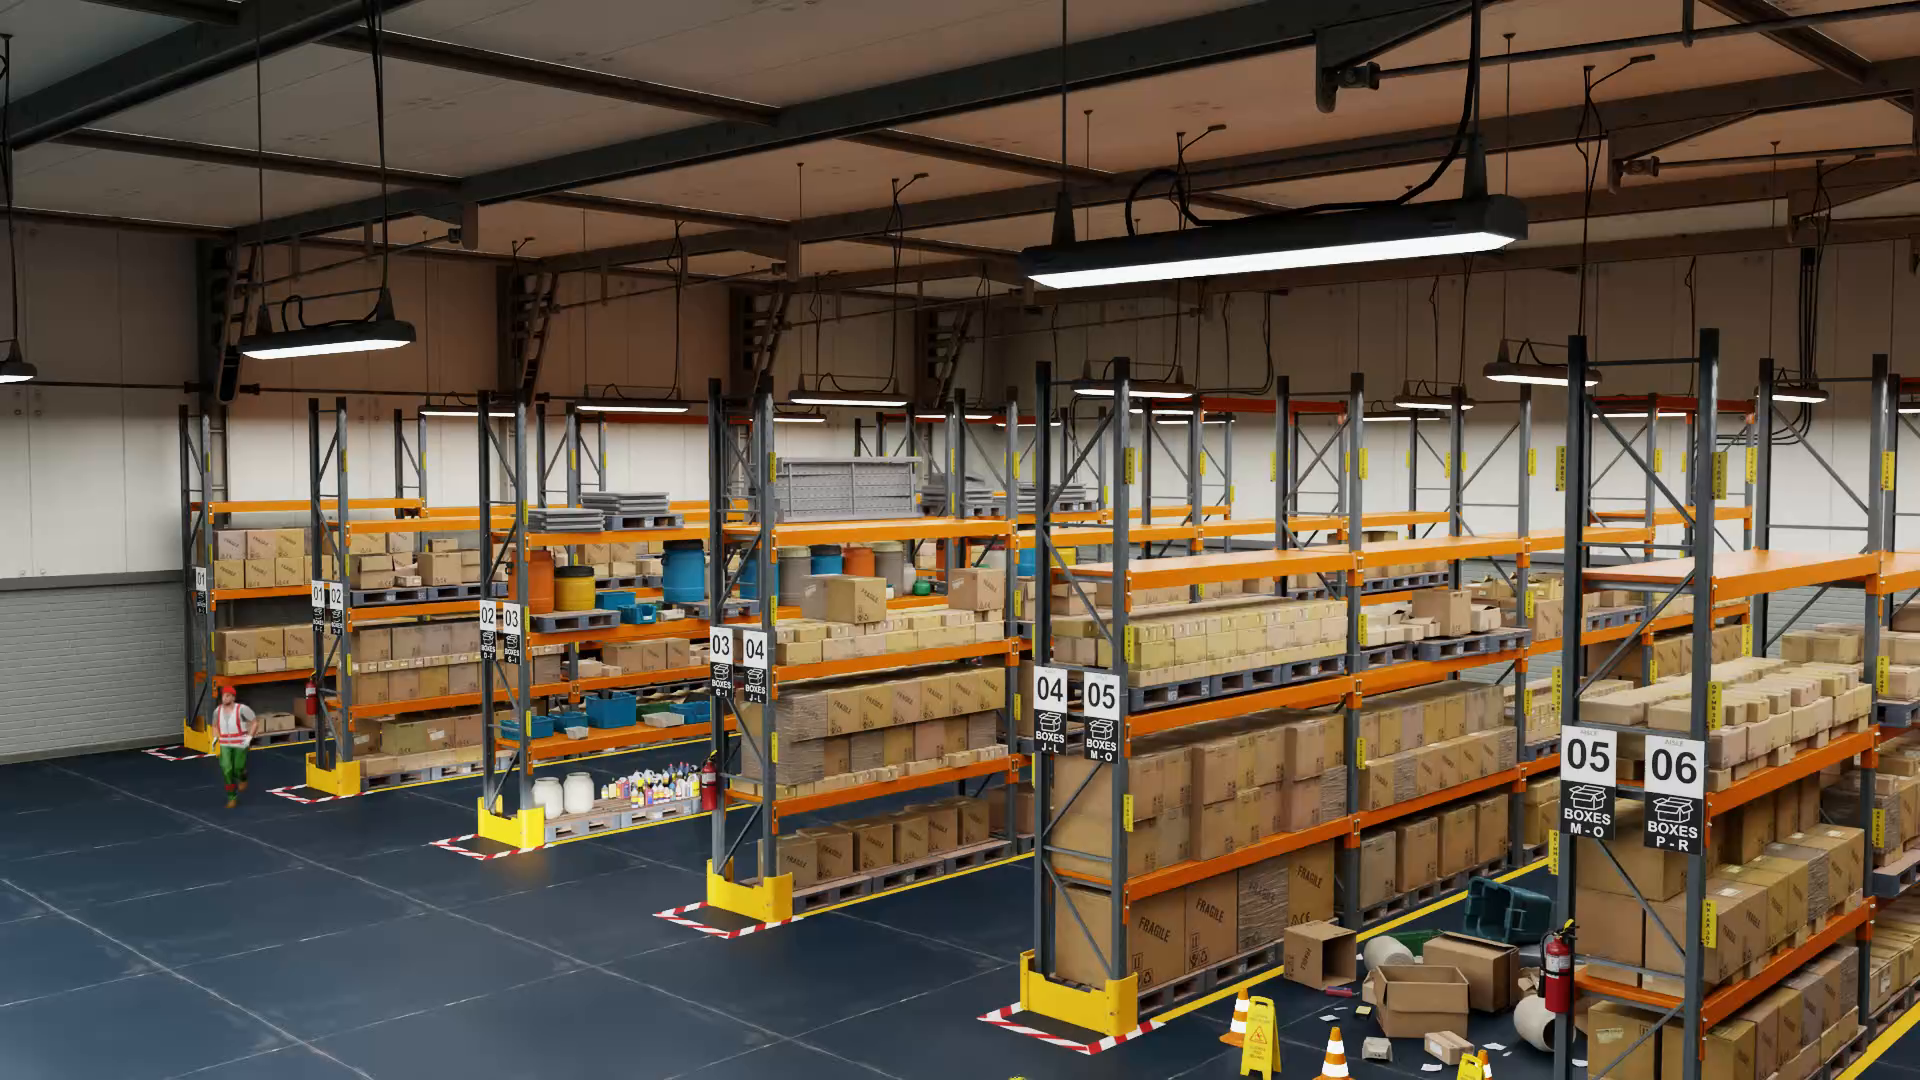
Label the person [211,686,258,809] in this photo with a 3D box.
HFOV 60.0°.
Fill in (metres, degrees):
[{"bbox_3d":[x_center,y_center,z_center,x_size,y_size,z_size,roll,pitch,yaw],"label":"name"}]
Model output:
[{"bbox_3d":[-10.620,3.010,24.393,0.662,1.776,0.691,0,3,-4],"label":"person"}]
